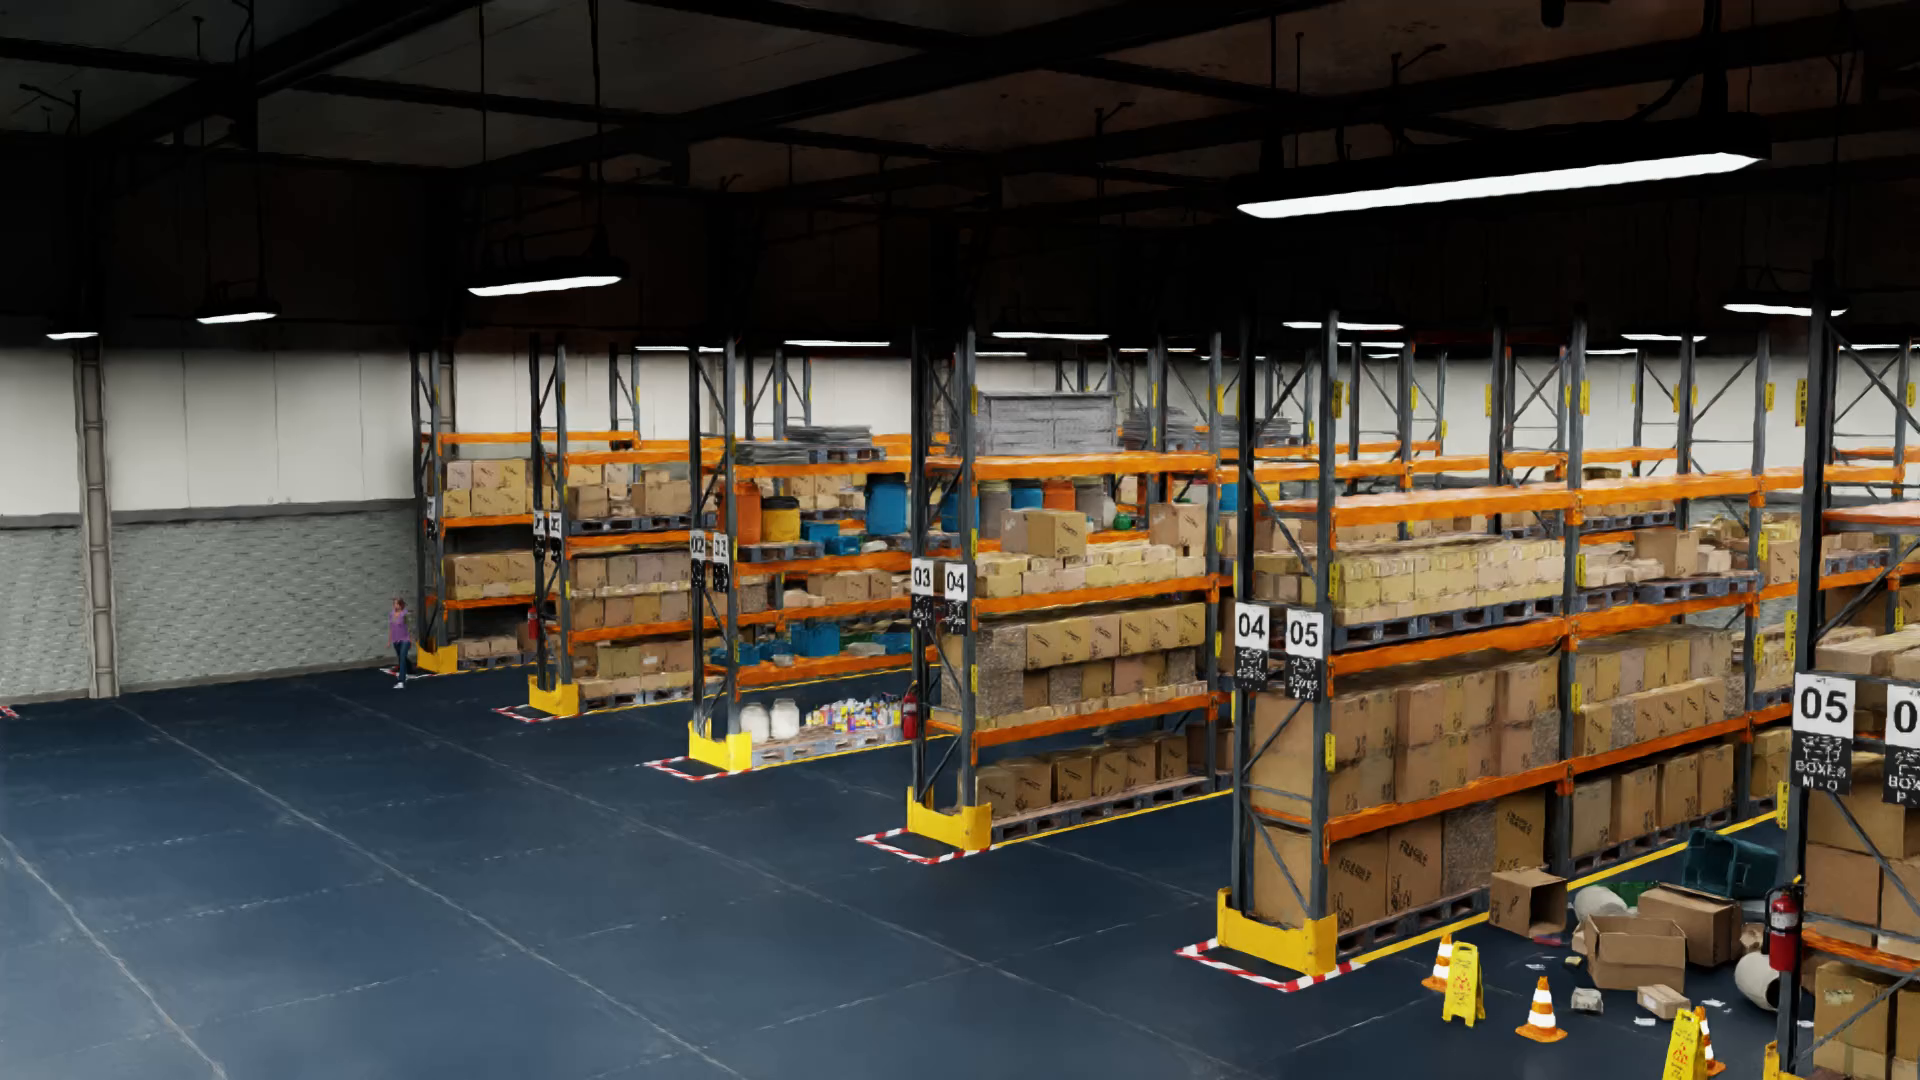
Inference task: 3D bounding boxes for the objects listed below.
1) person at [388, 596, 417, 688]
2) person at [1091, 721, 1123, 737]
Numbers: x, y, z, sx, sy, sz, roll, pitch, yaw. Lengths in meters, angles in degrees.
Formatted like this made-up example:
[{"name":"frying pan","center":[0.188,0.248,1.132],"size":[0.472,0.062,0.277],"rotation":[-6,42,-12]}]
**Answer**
[{"name":"person","center":[-9.629,1.734,28.624],"size":[0.479,1.555,0.855],"rotation":[2,6,22]},{"name":"person","center":[2.164,2.192,24.617],"size":[0.396,1.367,0.997],"rotation":[5,7,42]}]
